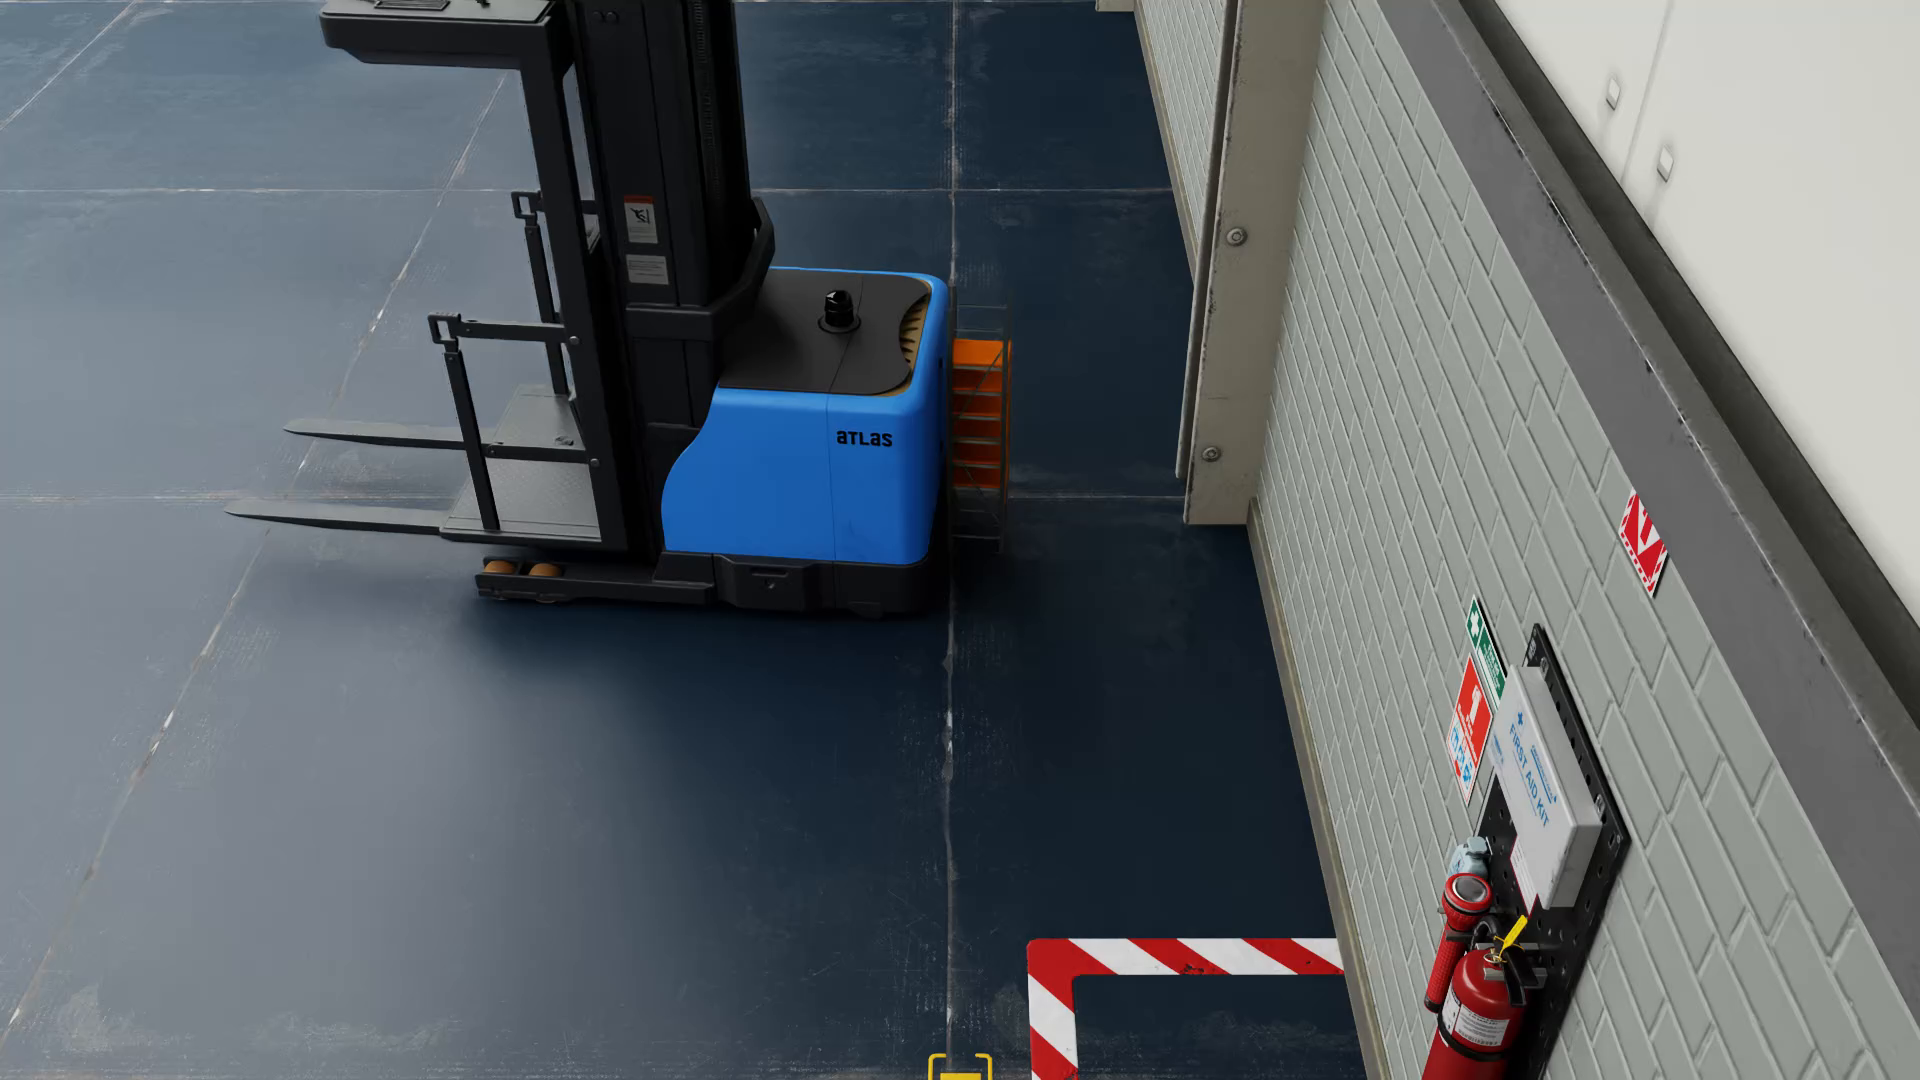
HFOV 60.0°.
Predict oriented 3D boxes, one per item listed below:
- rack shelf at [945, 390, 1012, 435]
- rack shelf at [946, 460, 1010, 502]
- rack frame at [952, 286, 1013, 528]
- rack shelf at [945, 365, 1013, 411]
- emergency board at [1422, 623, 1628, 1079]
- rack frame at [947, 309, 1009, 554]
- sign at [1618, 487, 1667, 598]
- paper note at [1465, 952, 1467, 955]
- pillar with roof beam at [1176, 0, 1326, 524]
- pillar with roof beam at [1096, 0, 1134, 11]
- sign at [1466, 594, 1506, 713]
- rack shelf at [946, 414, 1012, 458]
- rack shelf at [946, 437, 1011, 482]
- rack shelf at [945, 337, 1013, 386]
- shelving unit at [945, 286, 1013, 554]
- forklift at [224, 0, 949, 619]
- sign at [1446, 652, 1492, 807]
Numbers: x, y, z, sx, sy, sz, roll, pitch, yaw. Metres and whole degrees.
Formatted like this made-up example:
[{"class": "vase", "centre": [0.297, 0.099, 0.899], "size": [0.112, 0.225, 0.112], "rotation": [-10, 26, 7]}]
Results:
[{"class": "rack shelf", "centre": [0.078, -0.532, 6.834], "size": [0.258, 0.103, 0.180], "rotation": [4, 39, 4]}, {"class": "rack shelf", "centre": [0.078, -0.251, 7.059], "size": [0.258, 0.103, 0.180], "rotation": [4, 39, 4]}, {"class": "rack frame", "centre": [0.087, -0.530, 6.952], "size": [0.240, 1.200, 0.006], "rotation": [4, 39, 4]}, {"class": "rack shelf", "centre": [0.078, -0.626, 6.758], "size": [0.258, 0.103, 0.180], "rotation": [4, 39, 4]}, {"class": "emergency board", "centre": [1.188, 0.842, 3.801], "size": [0.194, 1.169, 0.643], "rotation": [0, 39, 0]}, {"class": "rack frame", "centre": [0.069, -0.416, 6.810], "size": [0.240, 1.200, 0.006], "rotation": [4, 39, 4]}, {"class": "sign", "centre": [1.287, -0.068, 3.082], "size": [0.001, 0.298, 0.199], "rotation": [0, 39, 0]}, {"class": "paper note", "centre": [1.257, 1.075, 4.215], "size": [0.016, 0.148, 0.142], "rotation": [0, 39, 0]}, {"class": "pillar with roof beam", "centre": [-3.160, -3.703, 4.675], "size": [9.100, 9.000, 0.400], "rotation": [0, 39, 0]}, {"class": "pillar with roof beam", "centre": [-3.166, -7.455, 9.357], "size": [9.100, 9.000, 0.400], "rotation": [0, 39, 0]}, {"class": "sign", "centre": [1.281, 0.278, 4.052], "size": [0.001, 0.109, 0.331], "rotation": [0, 39, 0]}, {"class": "rack shelf", "centre": [0.078, -0.439, 6.909], "size": [0.258, 0.103, 0.180], "rotation": [4, 39, 4]}, {"class": "rack shelf", "centre": [0.078, -0.345, 6.984], "size": [0.258, 0.103, 0.180], "rotation": [4, 39, 4]}, {"class": "rack shelf", "centre": [0.078, -0.719, 6.683], "size": [0.258, 0.103, 0.180], "rotation": [4, 39, 4]}, {"class": "shelving unit", "centre": [0.078, -0.473, 6.881], "size": [0.258, 1.200, 0.189], "rotation": [4, 39, 4]}, {"class": "forklift", "centre": [-1.584, -1.206, 6.411], "size": [3.031, 2.935, 1.130], "rotation": [4, 39, 4]}, {"class": "sign", "centre": [1.290, 0.482, 4.221], "size": [0.001, 0.329, 0.234], "rotation": [0, 39, 0]}]
